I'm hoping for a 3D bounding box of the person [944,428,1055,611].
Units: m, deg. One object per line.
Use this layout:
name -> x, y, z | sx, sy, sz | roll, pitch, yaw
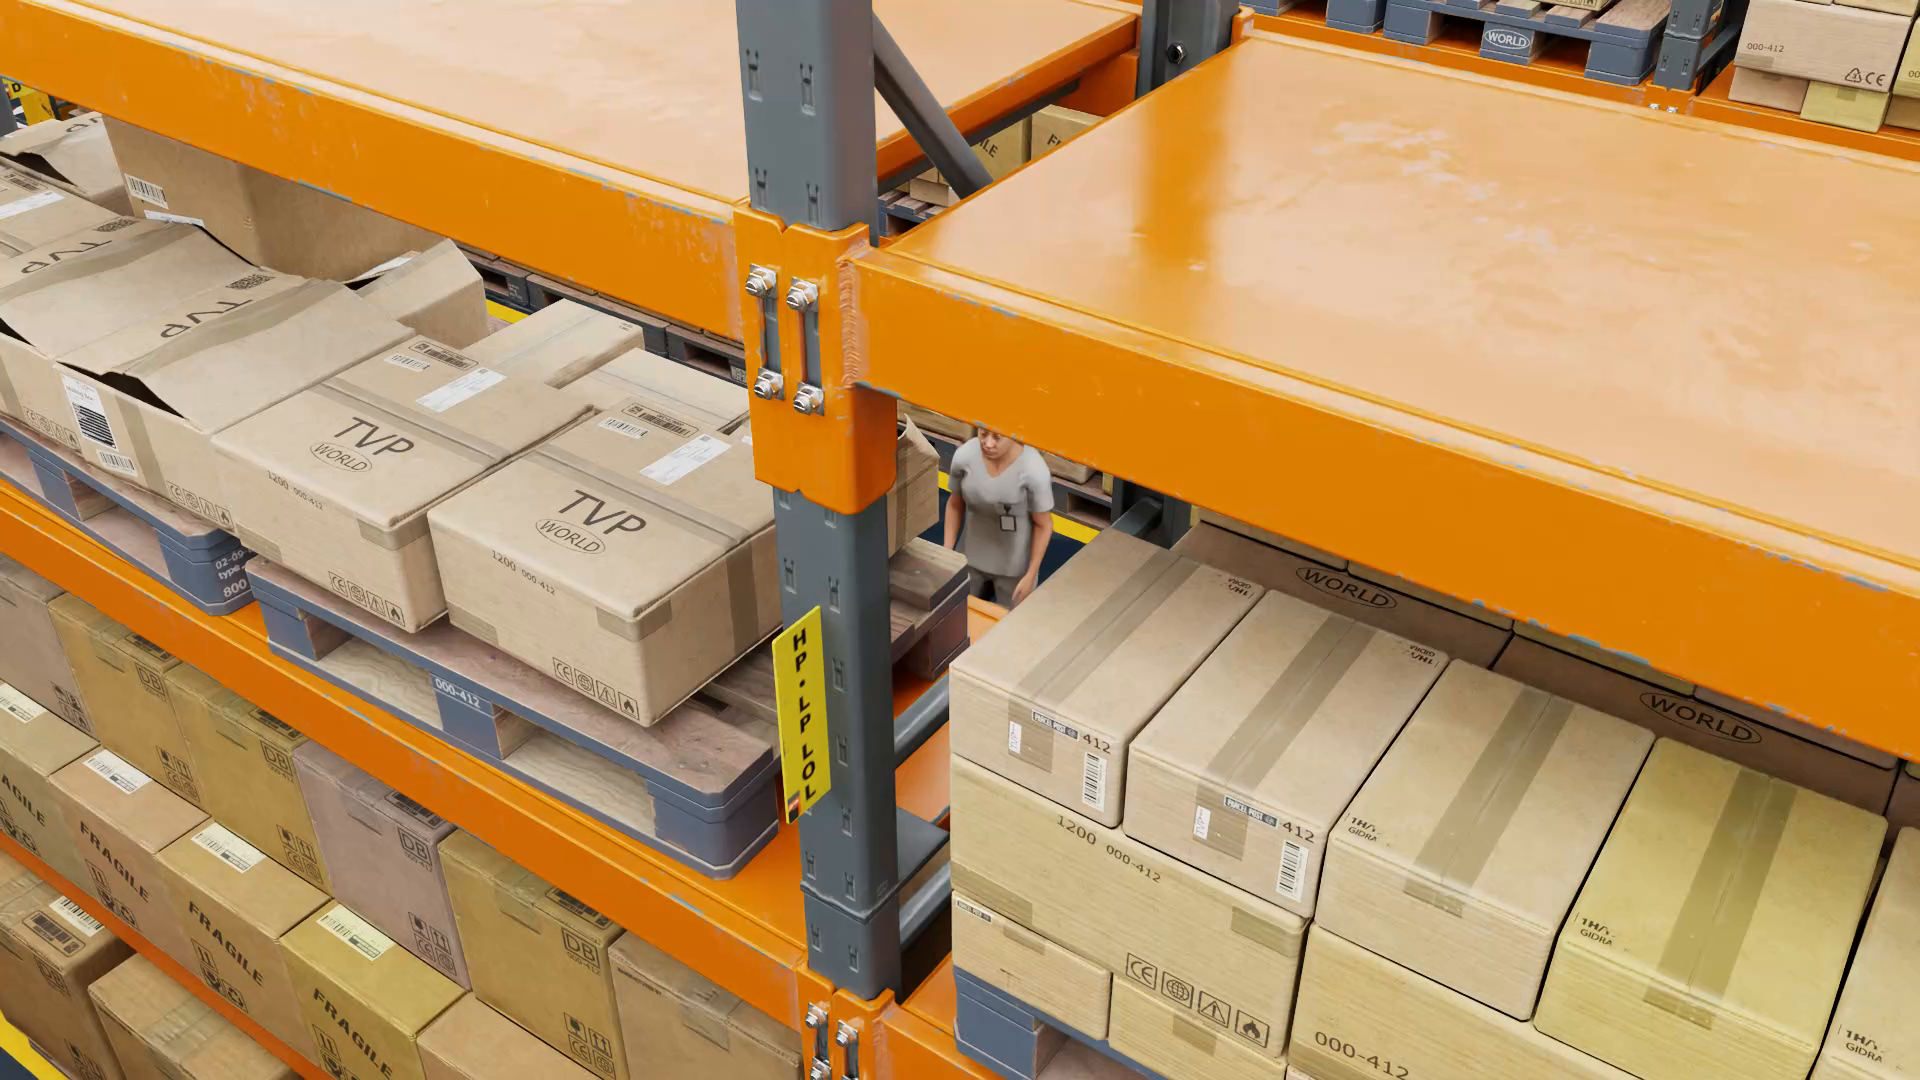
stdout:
person -> 0.148, 0.112, 6.981 | 0.474, 1.676, 0.364 | 14, 37, 20
